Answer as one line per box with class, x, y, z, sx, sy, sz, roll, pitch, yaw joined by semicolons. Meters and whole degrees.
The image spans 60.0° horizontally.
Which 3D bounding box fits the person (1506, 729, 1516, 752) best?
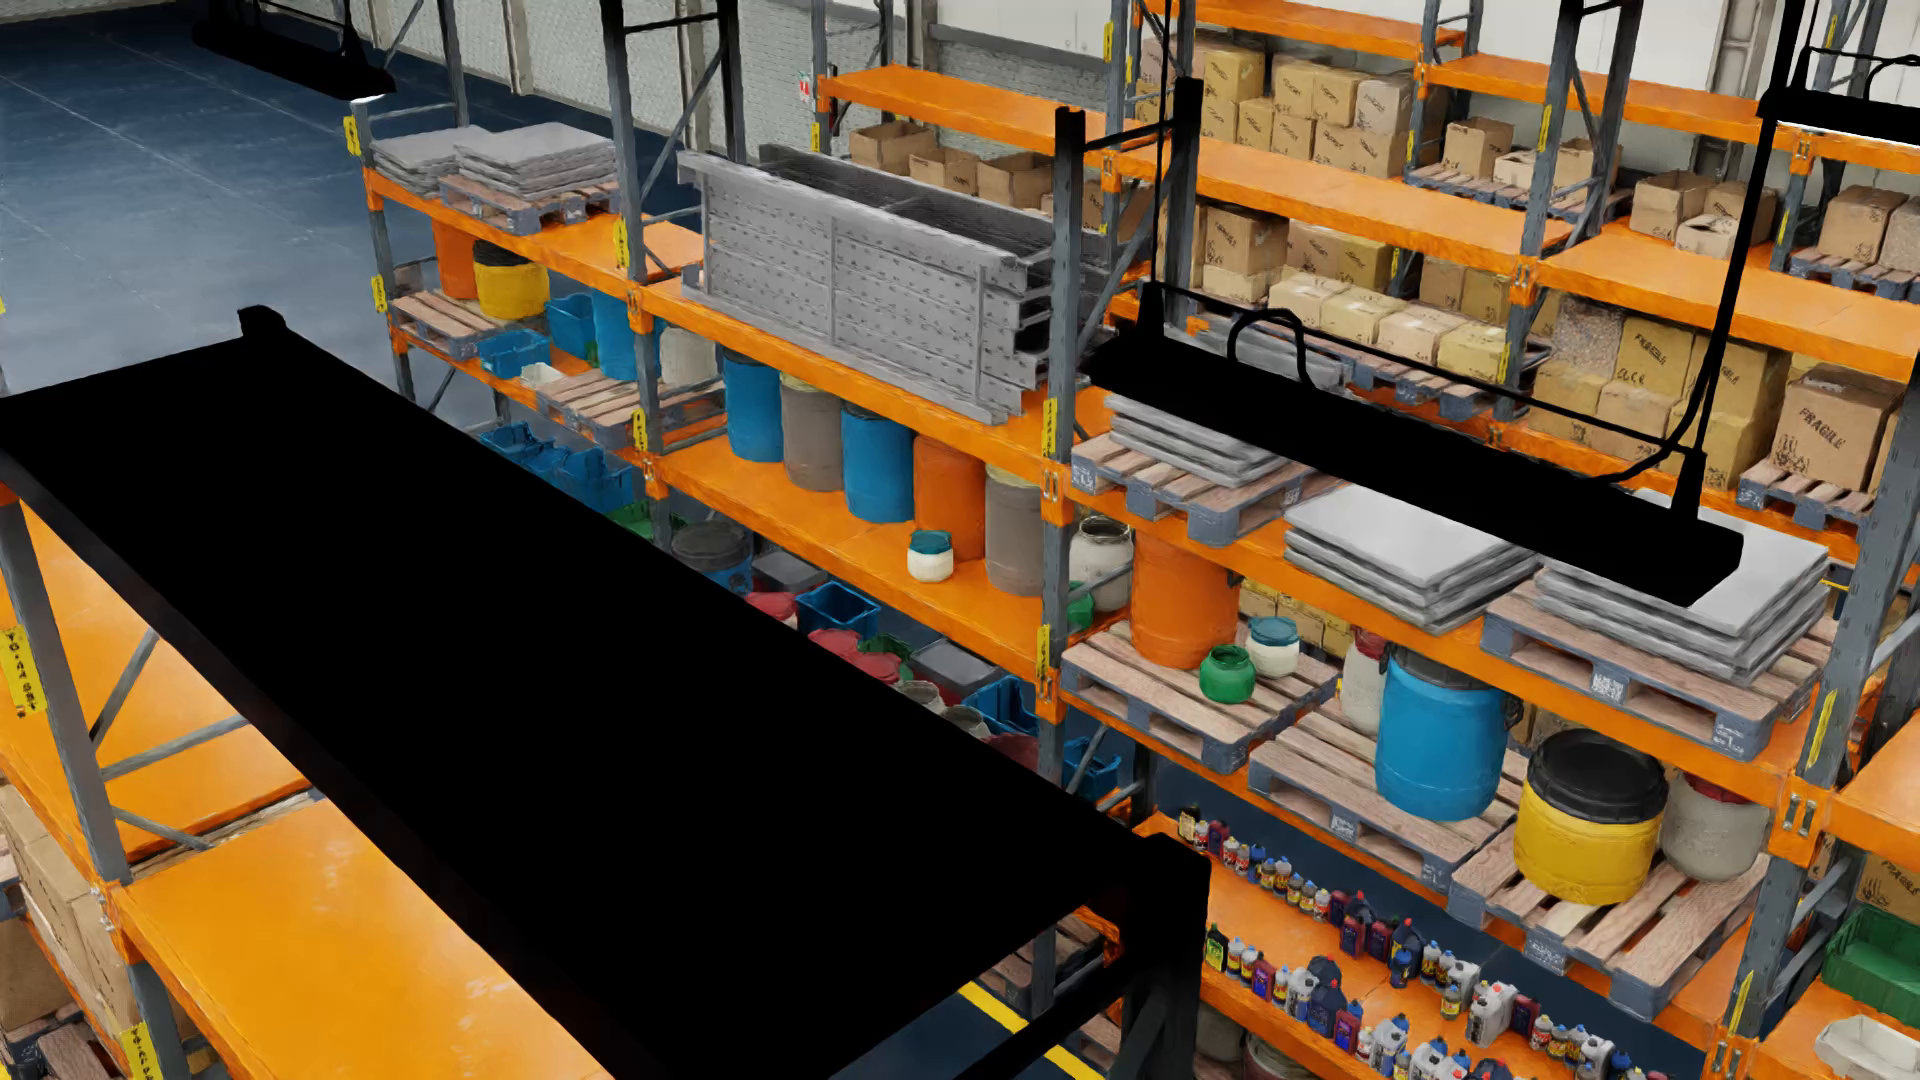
person;3.884;1.515;12.394;0.584;1.566;0.782;-20;34;-33
